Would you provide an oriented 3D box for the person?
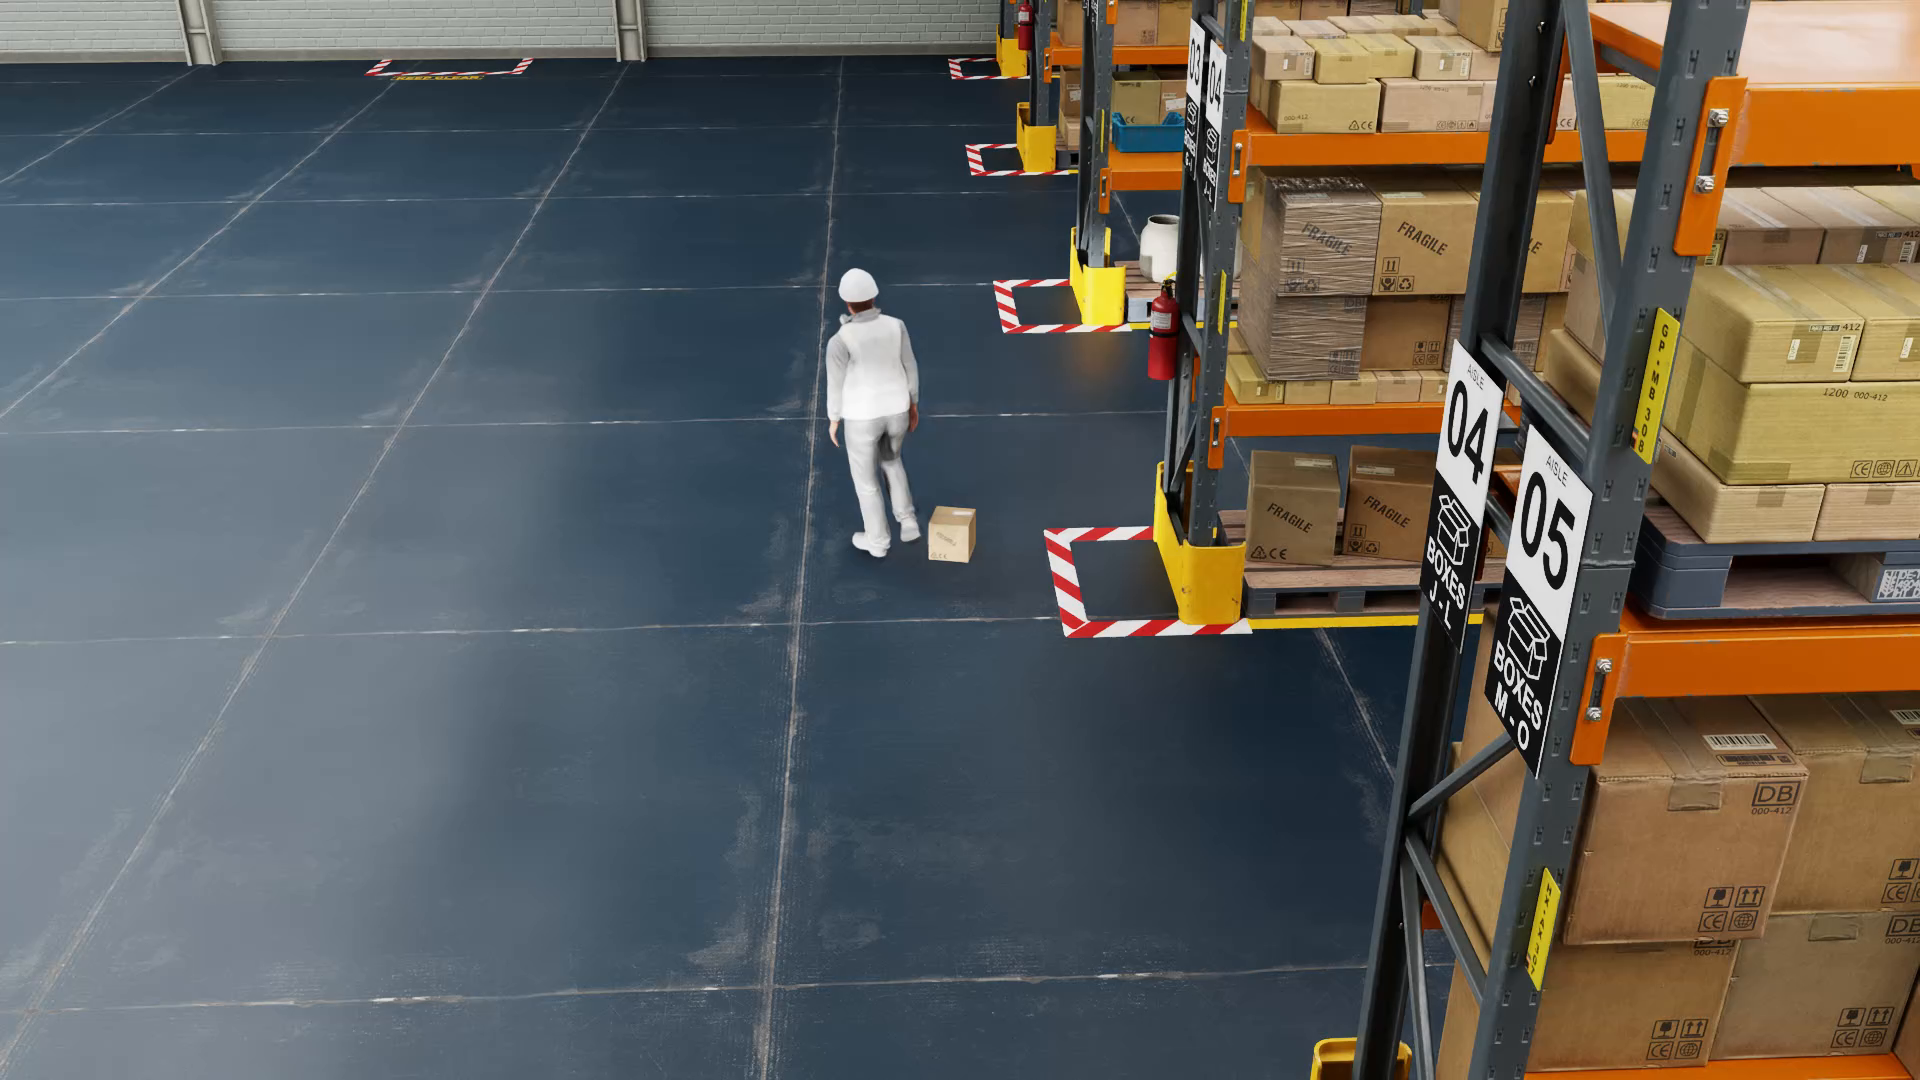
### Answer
[{"bbox_3d":[-0.513,-0.761,10.006,0.568,1.759,0.539,-16,32,-28],"label":"person"}]
